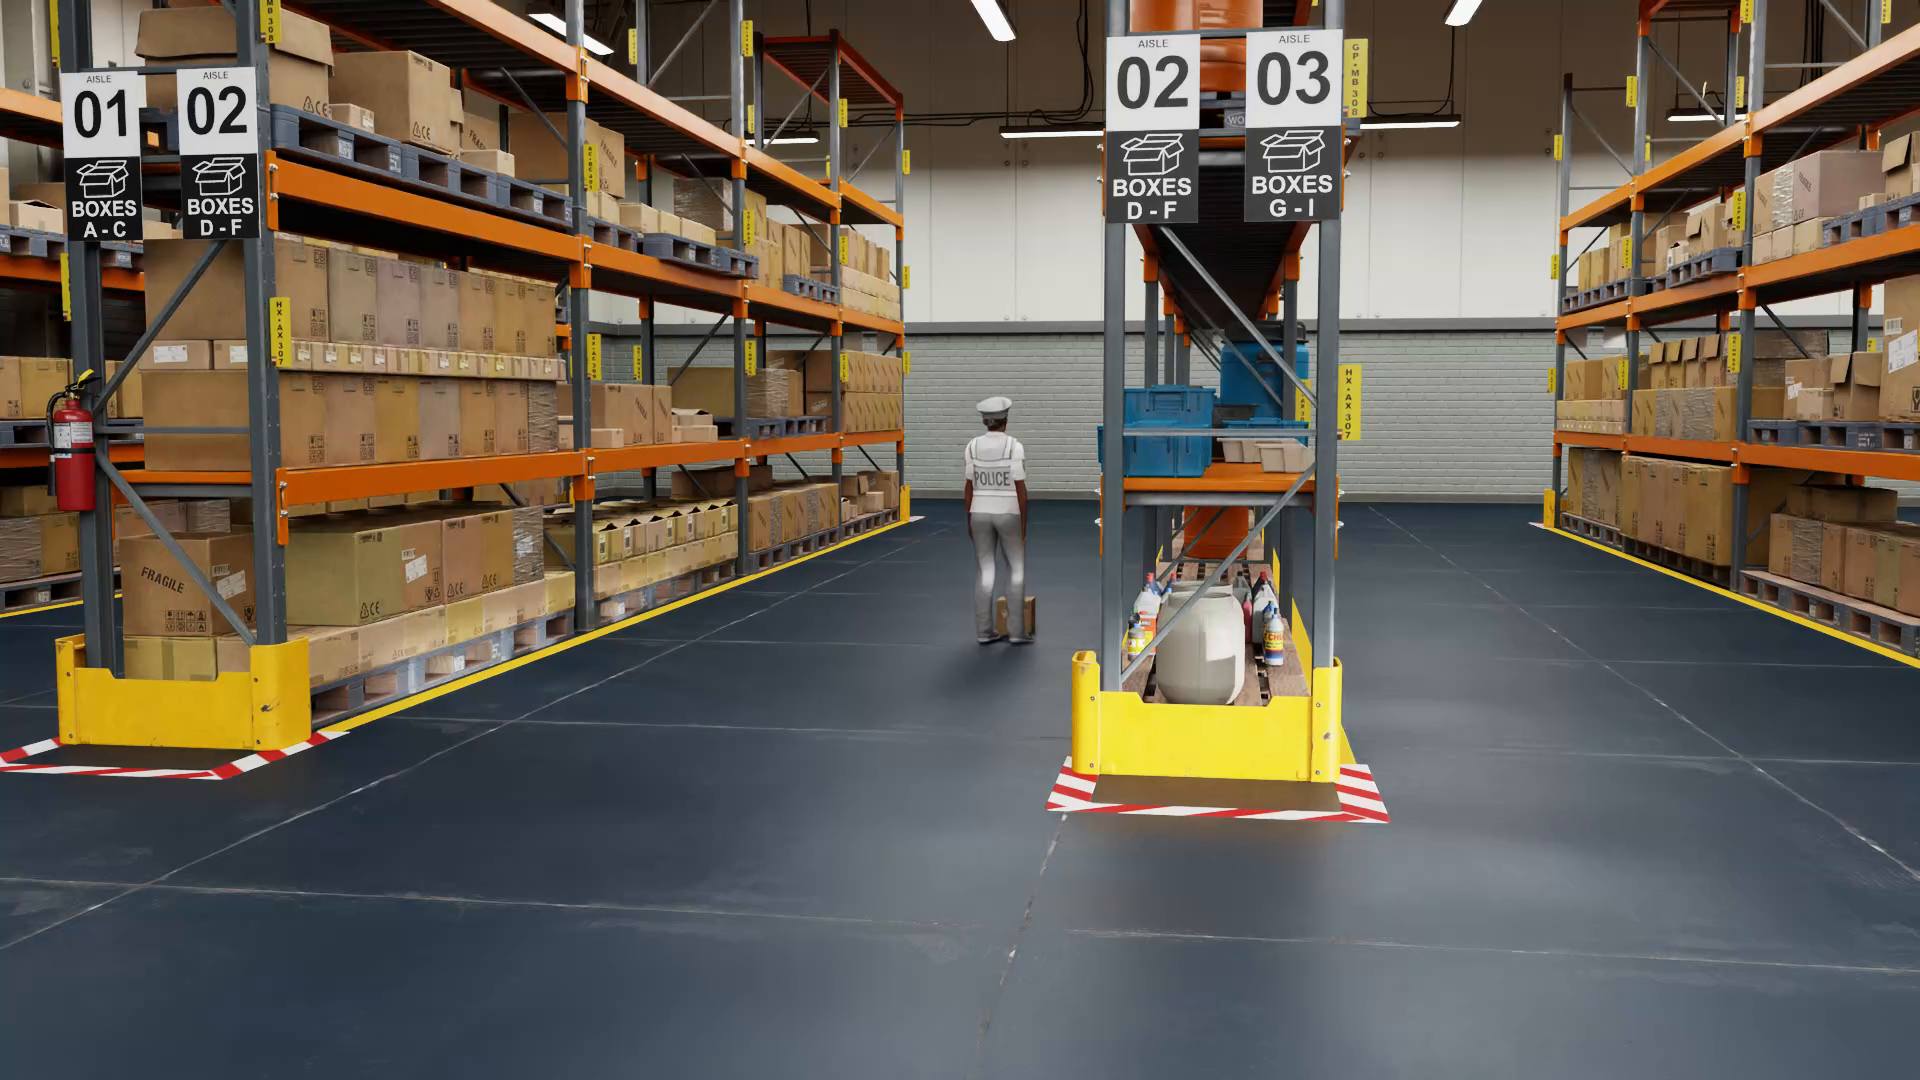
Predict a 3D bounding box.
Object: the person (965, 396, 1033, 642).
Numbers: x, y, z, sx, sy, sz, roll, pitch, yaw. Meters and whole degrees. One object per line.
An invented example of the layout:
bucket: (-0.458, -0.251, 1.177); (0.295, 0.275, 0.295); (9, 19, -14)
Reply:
person: (0.262, -0.130, 11.432); (0.447, 1.708, 0.396); (1, 5, 18)
